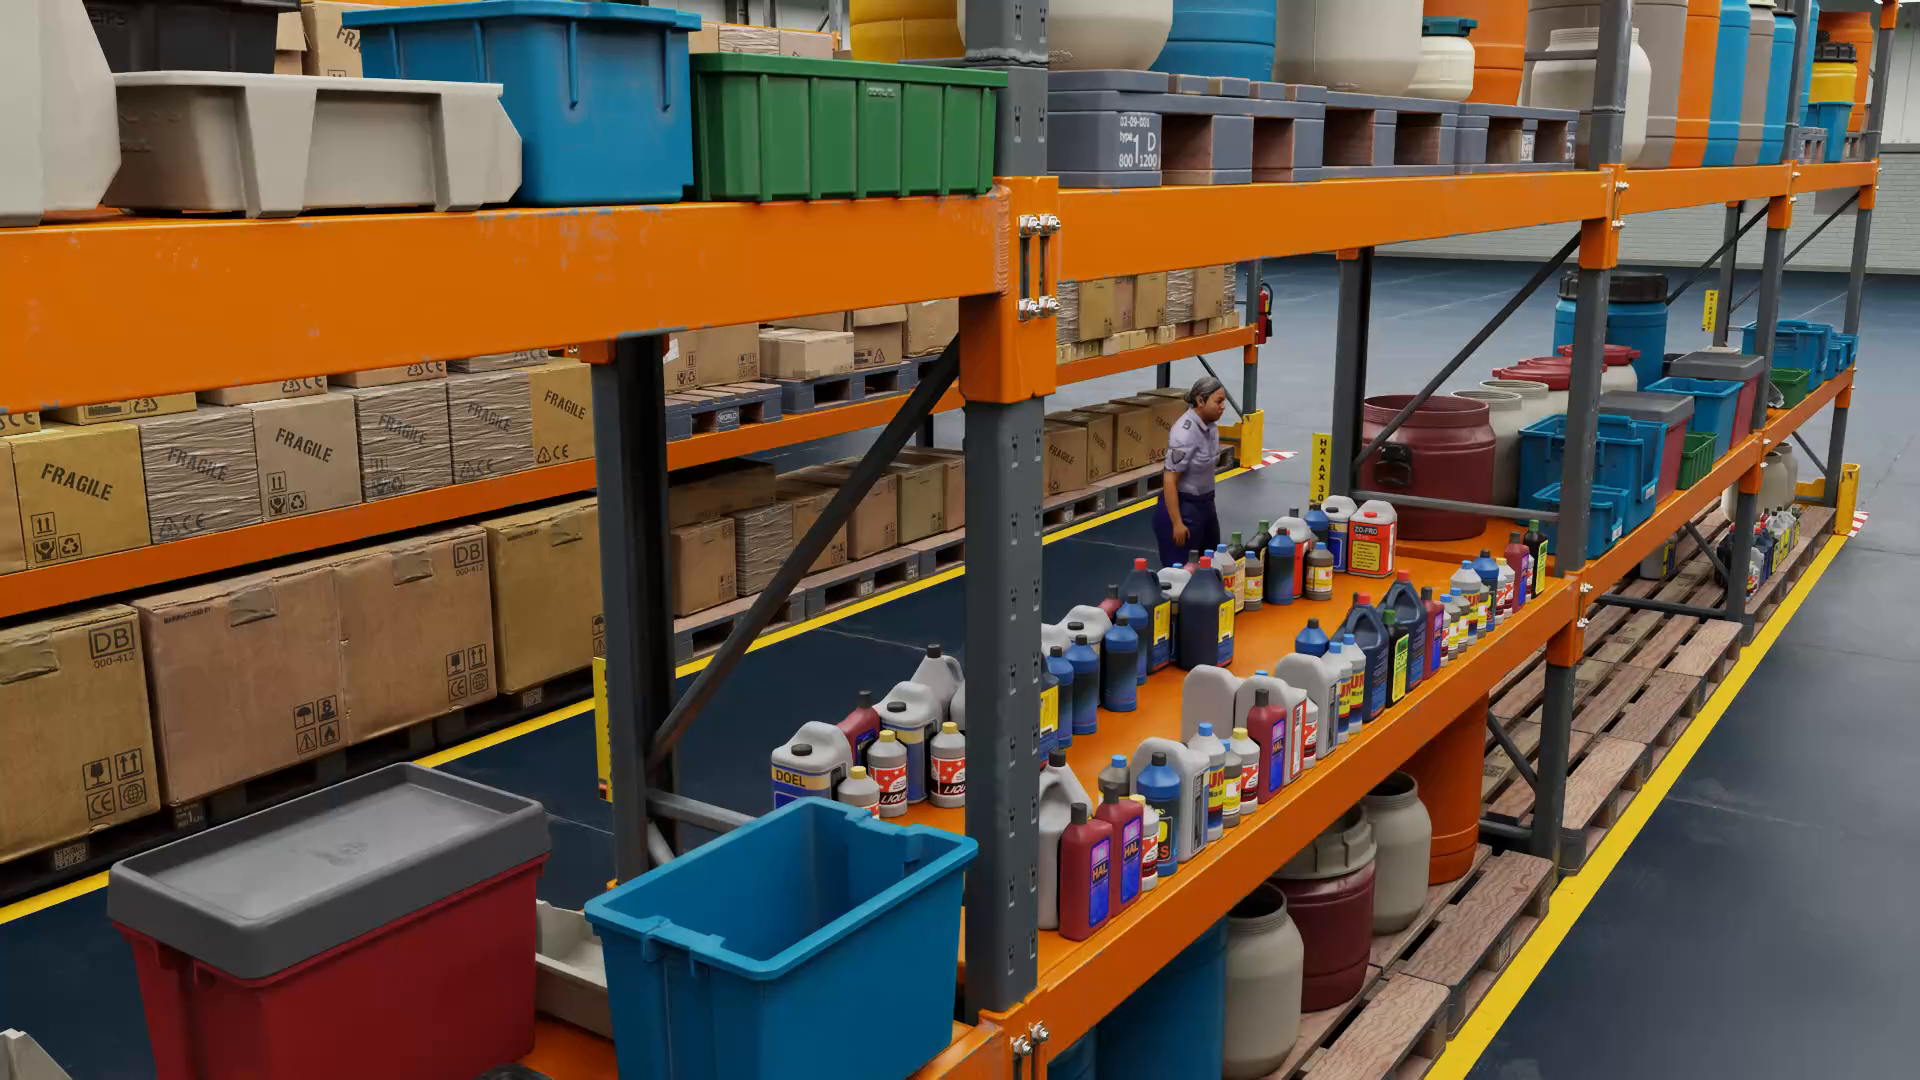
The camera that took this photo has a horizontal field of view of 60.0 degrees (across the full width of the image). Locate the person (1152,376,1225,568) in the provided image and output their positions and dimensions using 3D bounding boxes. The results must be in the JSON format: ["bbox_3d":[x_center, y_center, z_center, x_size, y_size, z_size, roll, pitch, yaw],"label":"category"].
[{"bbox_3d":[1.350,-0.097,9.473,0.376,1.626,0.549,8,16,32],"label":"person"}]
